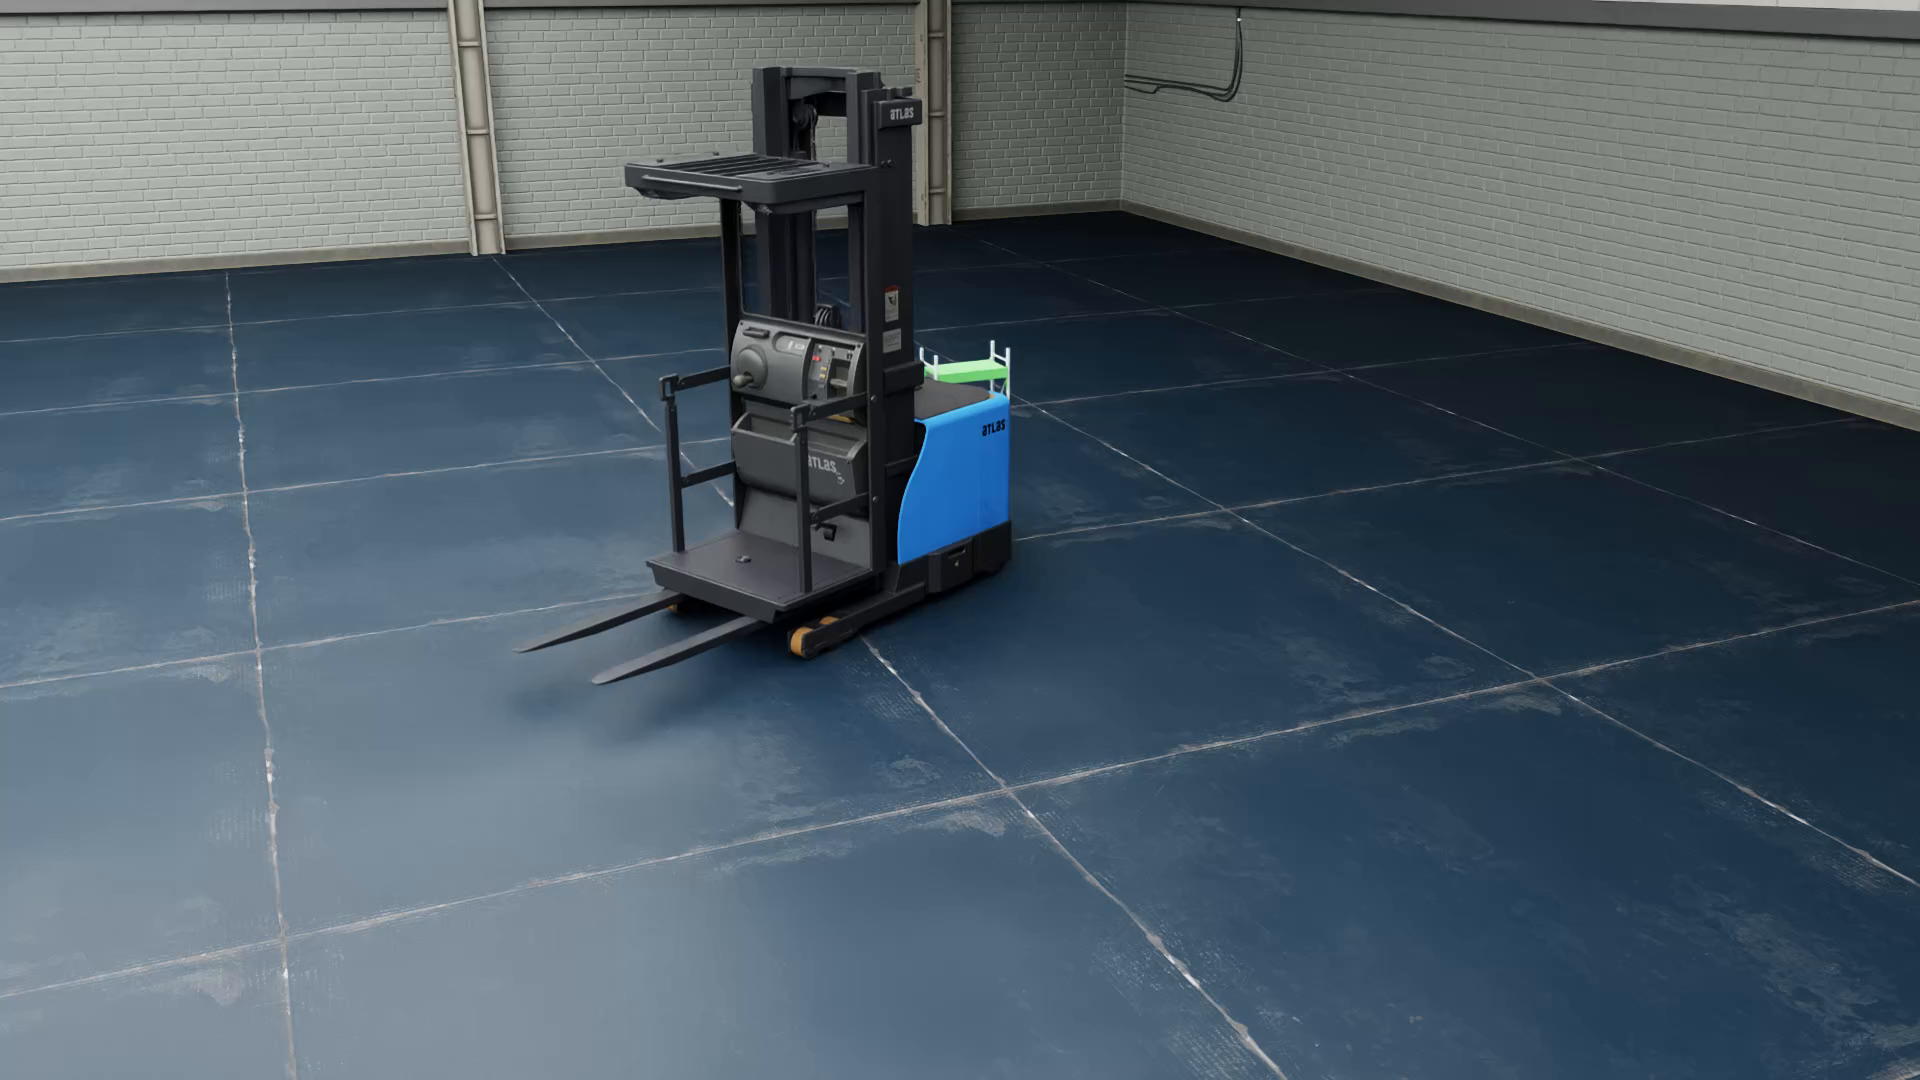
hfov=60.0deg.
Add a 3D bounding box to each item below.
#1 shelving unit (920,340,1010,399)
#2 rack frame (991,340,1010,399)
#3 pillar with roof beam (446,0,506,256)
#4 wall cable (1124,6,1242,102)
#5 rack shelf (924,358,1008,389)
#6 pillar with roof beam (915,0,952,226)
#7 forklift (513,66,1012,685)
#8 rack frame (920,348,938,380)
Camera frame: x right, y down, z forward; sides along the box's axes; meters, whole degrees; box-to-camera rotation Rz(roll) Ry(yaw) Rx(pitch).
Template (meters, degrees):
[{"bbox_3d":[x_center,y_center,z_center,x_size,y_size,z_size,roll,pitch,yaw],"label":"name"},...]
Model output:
[{"bbox_3d":[0.030,-0.621,10.480,0.503,1.200,0.258,-9,21,-23],"label":"shelving unit"},{"bbox_3d":[0.251,-0.656,10.577,0.015,1.200,0.240,-9,21,-23],"label":"rack frame"},{"bbox_3d":[-4.157,-6.497,15.423,0.400,9.000,9.100,-8,21,-22],"label":"pillar with roof beam"},{"bbox_3d":[2.876,-7.118,21.865,0.112,2.526,3.097,-8,21,-22],"label":"wall cable"},{"bbox_3d":[0.030,-1.014,10.342,0.480,0.148,0.258,-9,21,-23],"label":"rack shelf"},{"bbox_3d":[1.352,-7.286,17.665,0.400,9.000,9.100,-8,21,-22],"label":"pillar with roof beam"},{"bbox_3d":[-1.015,-0.945,8.791,1.130,2.935,3.031,15,25,37],"label":"forklift"},{"bbox_3d":[-0.192,-0.587,10.384,0.015,1.200,0.240,-9,21,-23],"label":"rack frame"}]
